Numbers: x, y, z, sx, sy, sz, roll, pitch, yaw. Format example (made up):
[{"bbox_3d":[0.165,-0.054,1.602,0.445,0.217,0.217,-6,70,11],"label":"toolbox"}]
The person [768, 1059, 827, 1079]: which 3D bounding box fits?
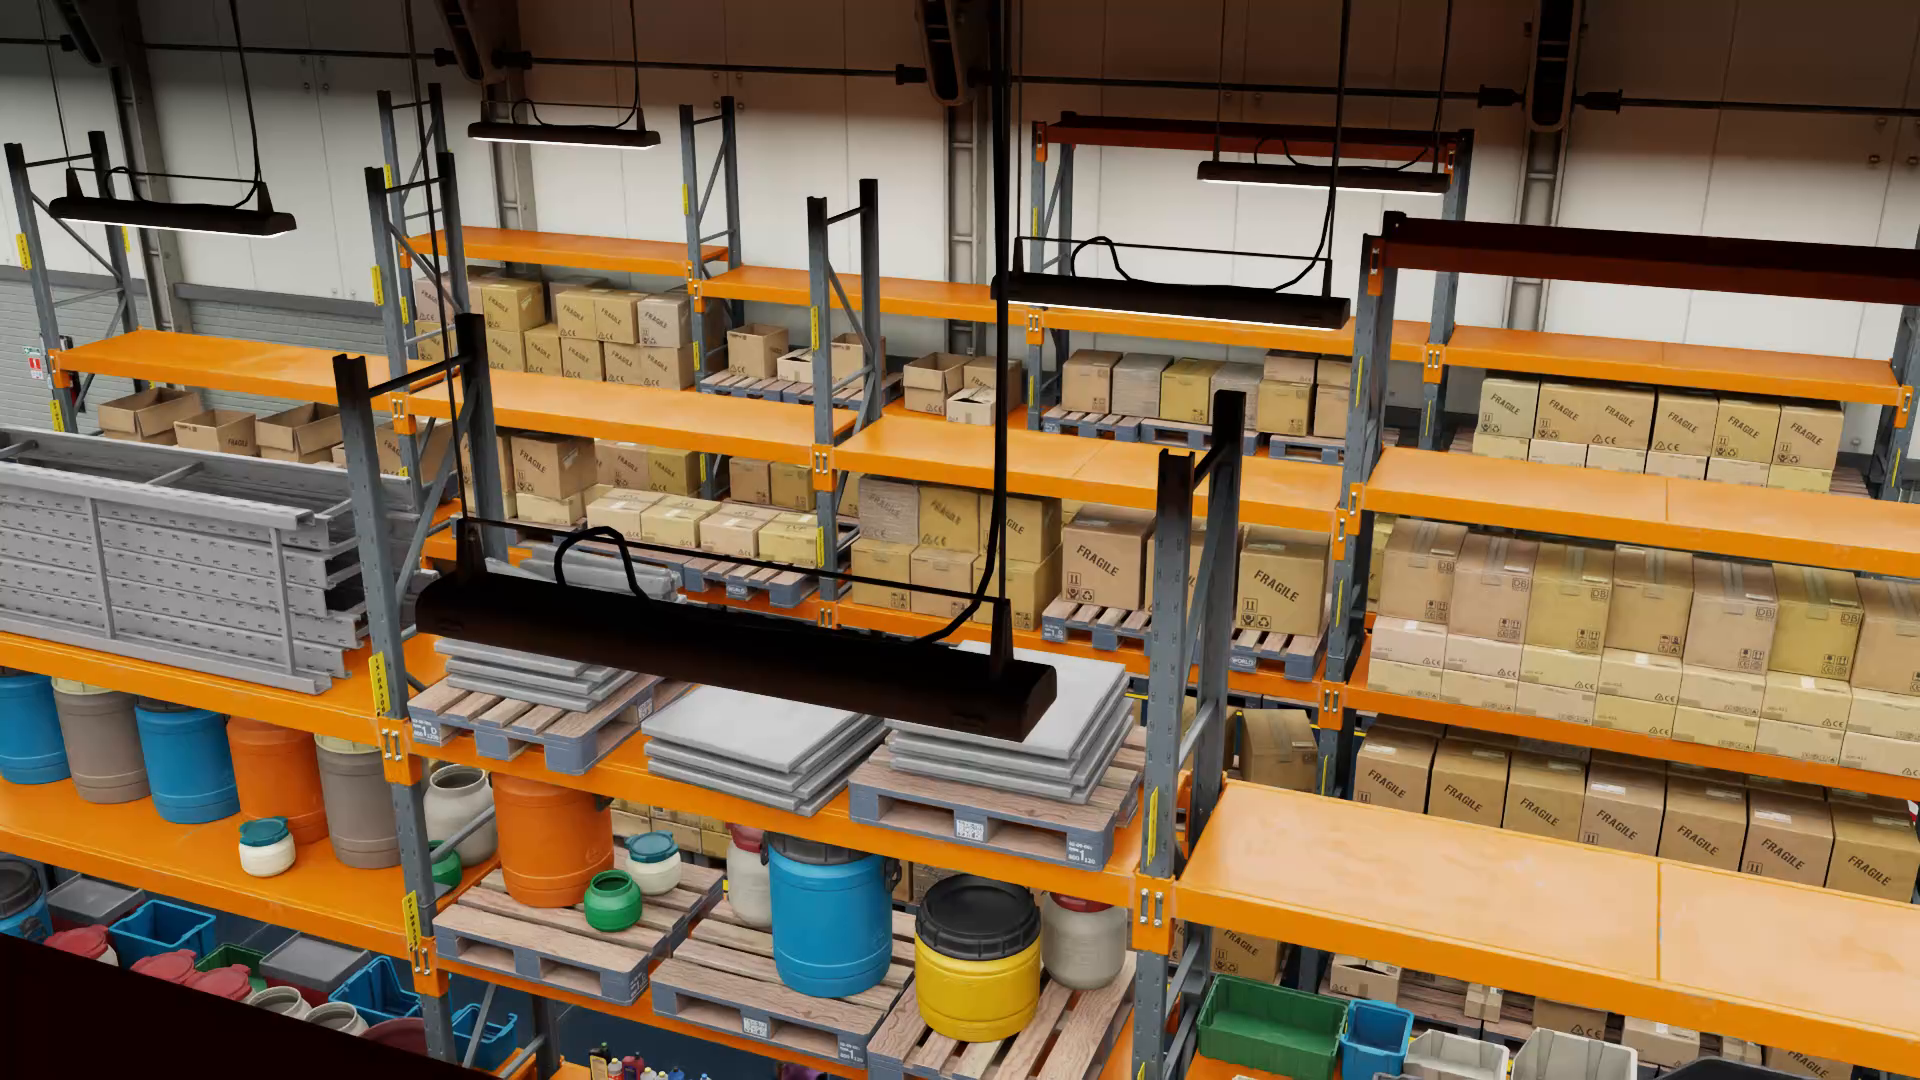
[{"bbox_3d":[-1.047,3.517,10.971,0.795,1.517,0.590,12,24,29],"label":"person"}]
